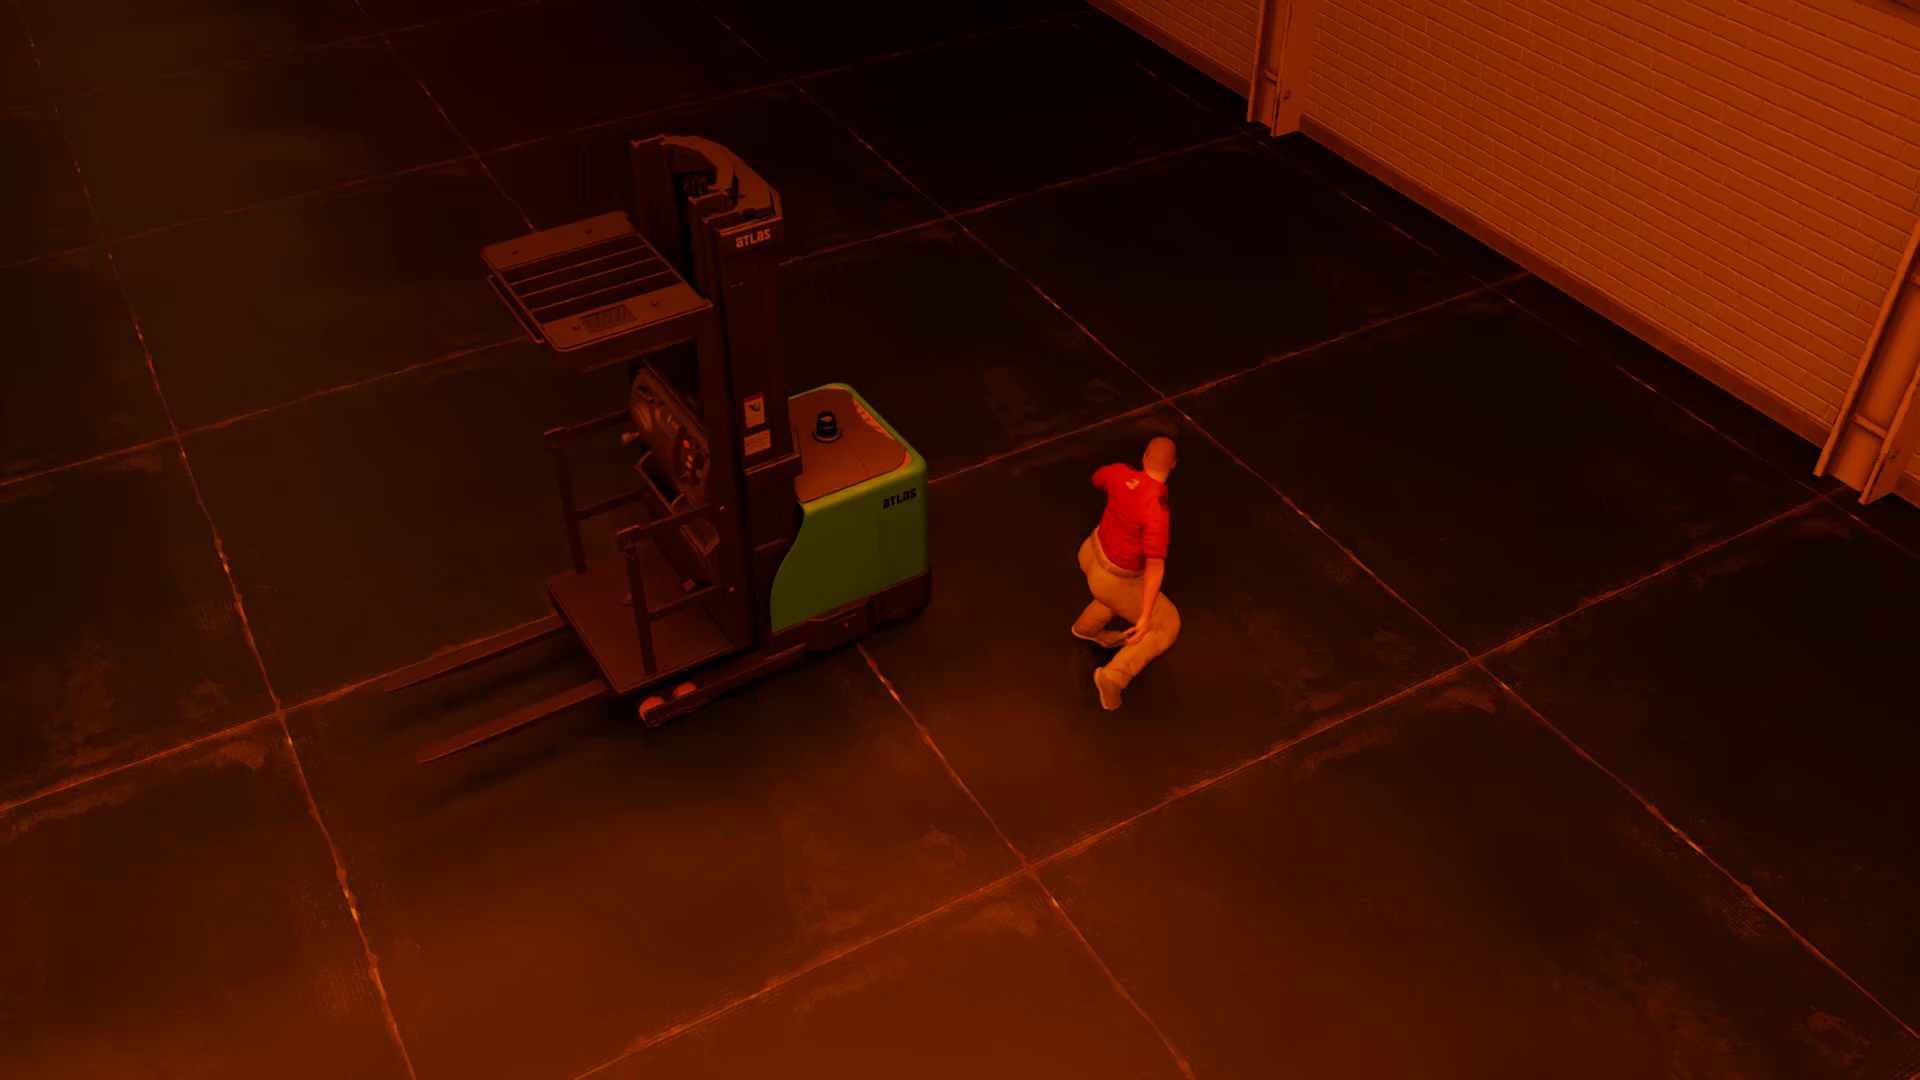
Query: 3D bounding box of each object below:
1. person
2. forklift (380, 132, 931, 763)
[{"bbox_3d":[0.928,0.189,8.957,0.503,1.628,1.003,-9,41,-11],"label":"person"},{"bbox_3d":[-1.692,-0.495,8.633,3.031,2.935,1.130,-22,44,-24],"label":"forklift"}]
